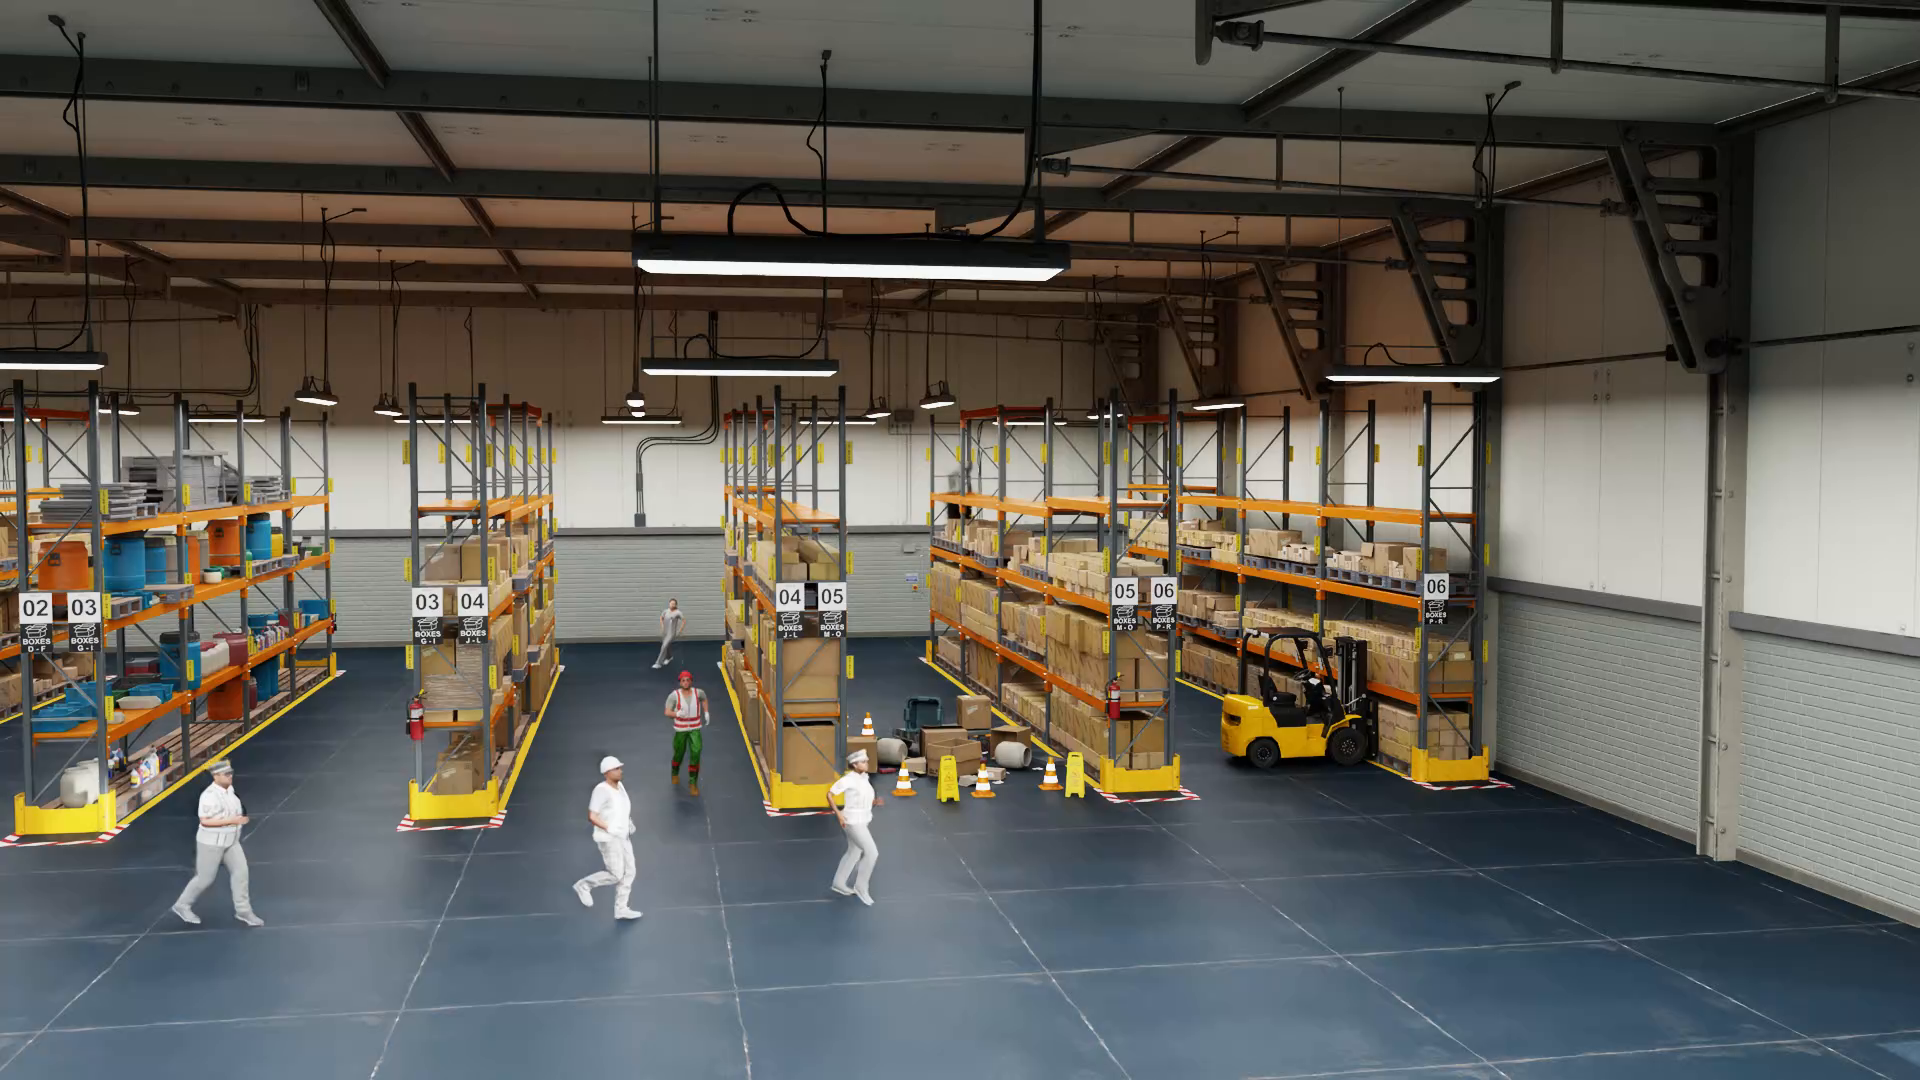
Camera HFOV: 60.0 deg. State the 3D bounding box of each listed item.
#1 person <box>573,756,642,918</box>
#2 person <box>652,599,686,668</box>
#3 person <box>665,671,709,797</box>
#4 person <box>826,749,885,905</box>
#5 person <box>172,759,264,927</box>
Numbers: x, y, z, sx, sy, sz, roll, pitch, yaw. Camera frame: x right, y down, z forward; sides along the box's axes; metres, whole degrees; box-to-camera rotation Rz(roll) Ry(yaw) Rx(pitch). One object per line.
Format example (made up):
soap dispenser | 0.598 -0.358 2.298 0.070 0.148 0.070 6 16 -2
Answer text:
person | -3.799 3.214 17.997 0.760 1.750 0.674 1 3 13
person | -6.835 2.185 39.055 0.689 1.626 0.941 1 3 25
person | -4.070 2.849 24.786 0.673 1.827 0.930 -1 3 -17
person | -1.145 3.212 18.694 0.681 1.738 0.555 1 3 20
person | -7.886 3.214 17.630 0.937 1.798 0.621 1 3 11
